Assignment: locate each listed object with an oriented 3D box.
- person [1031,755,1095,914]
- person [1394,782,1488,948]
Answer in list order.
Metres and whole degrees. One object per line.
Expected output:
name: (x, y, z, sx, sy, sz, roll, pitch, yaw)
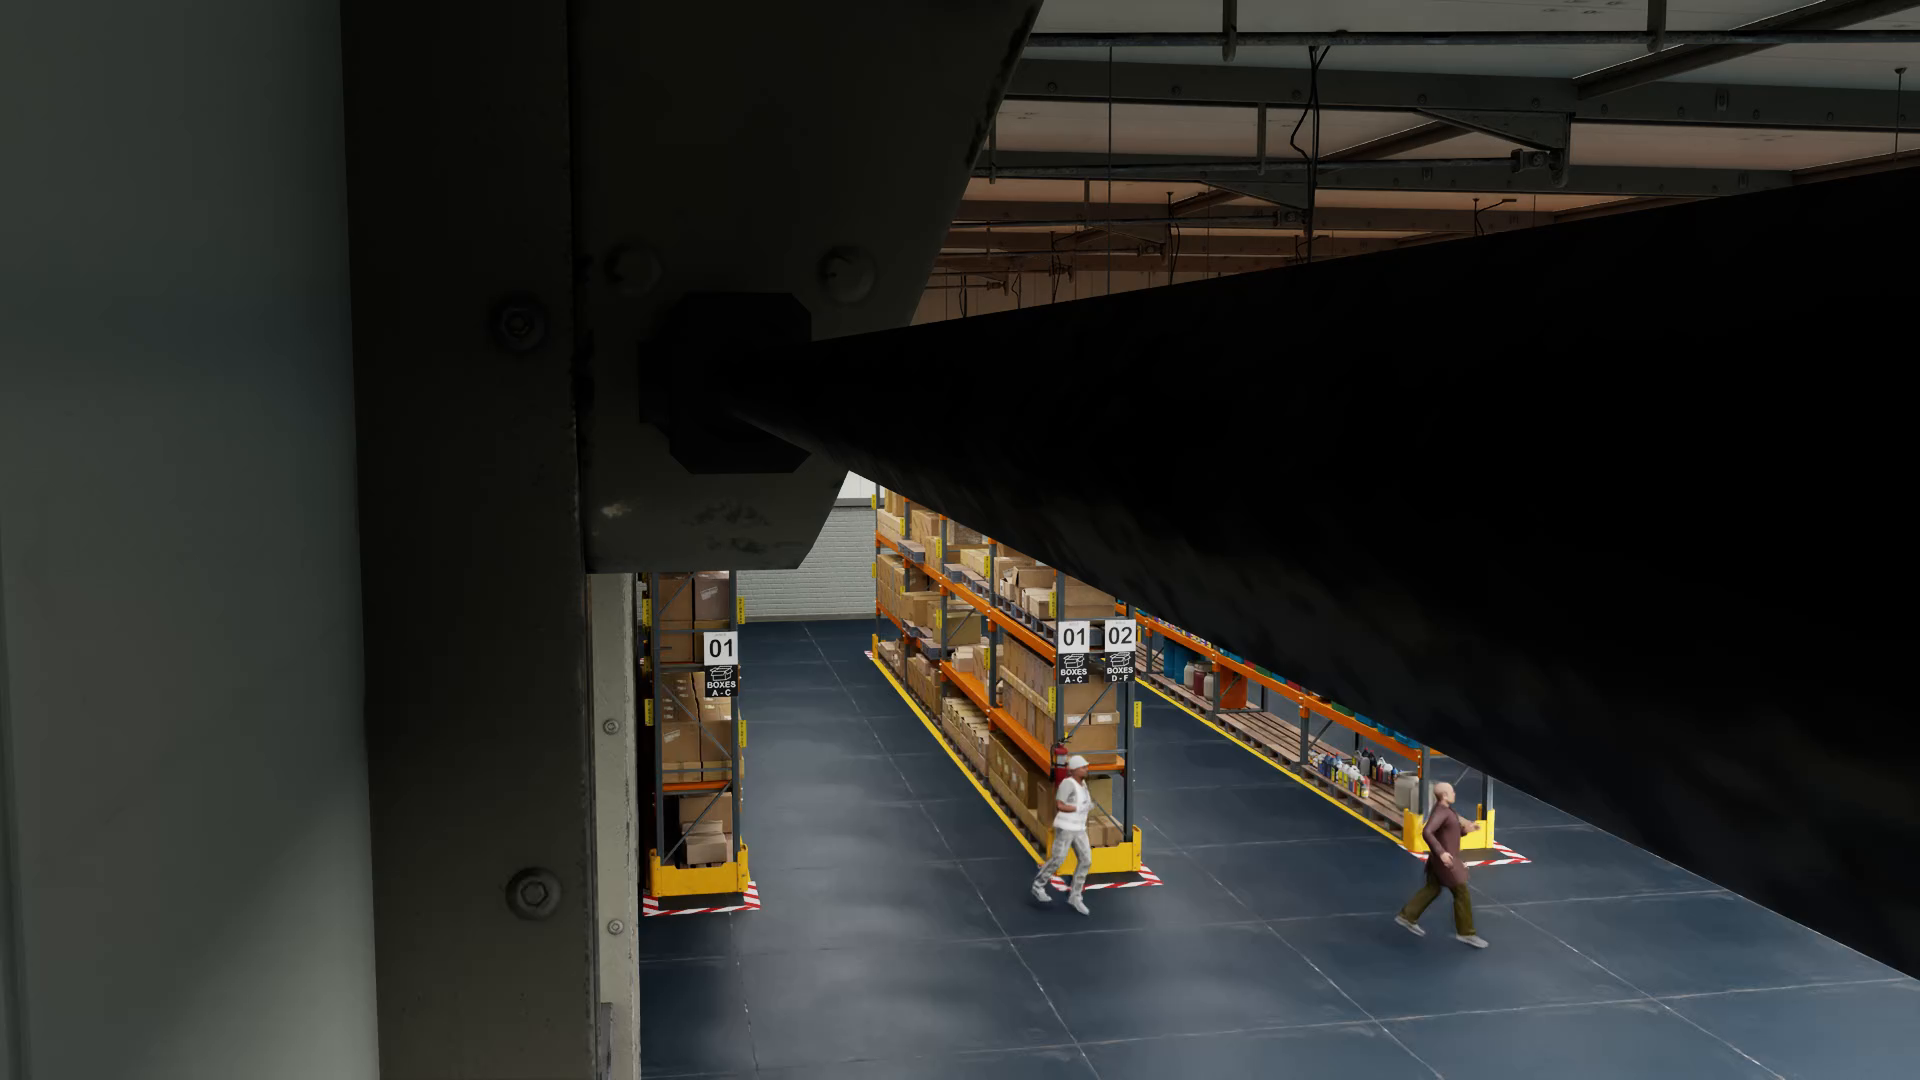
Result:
person: (1.311, 3.441, 19.684, 0.767, 1.801, 0.686, 4, 7, 37)
person: (5.307, 3.557, 18.273, 0.996, 1.792, 0.688, 1, 6, 5)
